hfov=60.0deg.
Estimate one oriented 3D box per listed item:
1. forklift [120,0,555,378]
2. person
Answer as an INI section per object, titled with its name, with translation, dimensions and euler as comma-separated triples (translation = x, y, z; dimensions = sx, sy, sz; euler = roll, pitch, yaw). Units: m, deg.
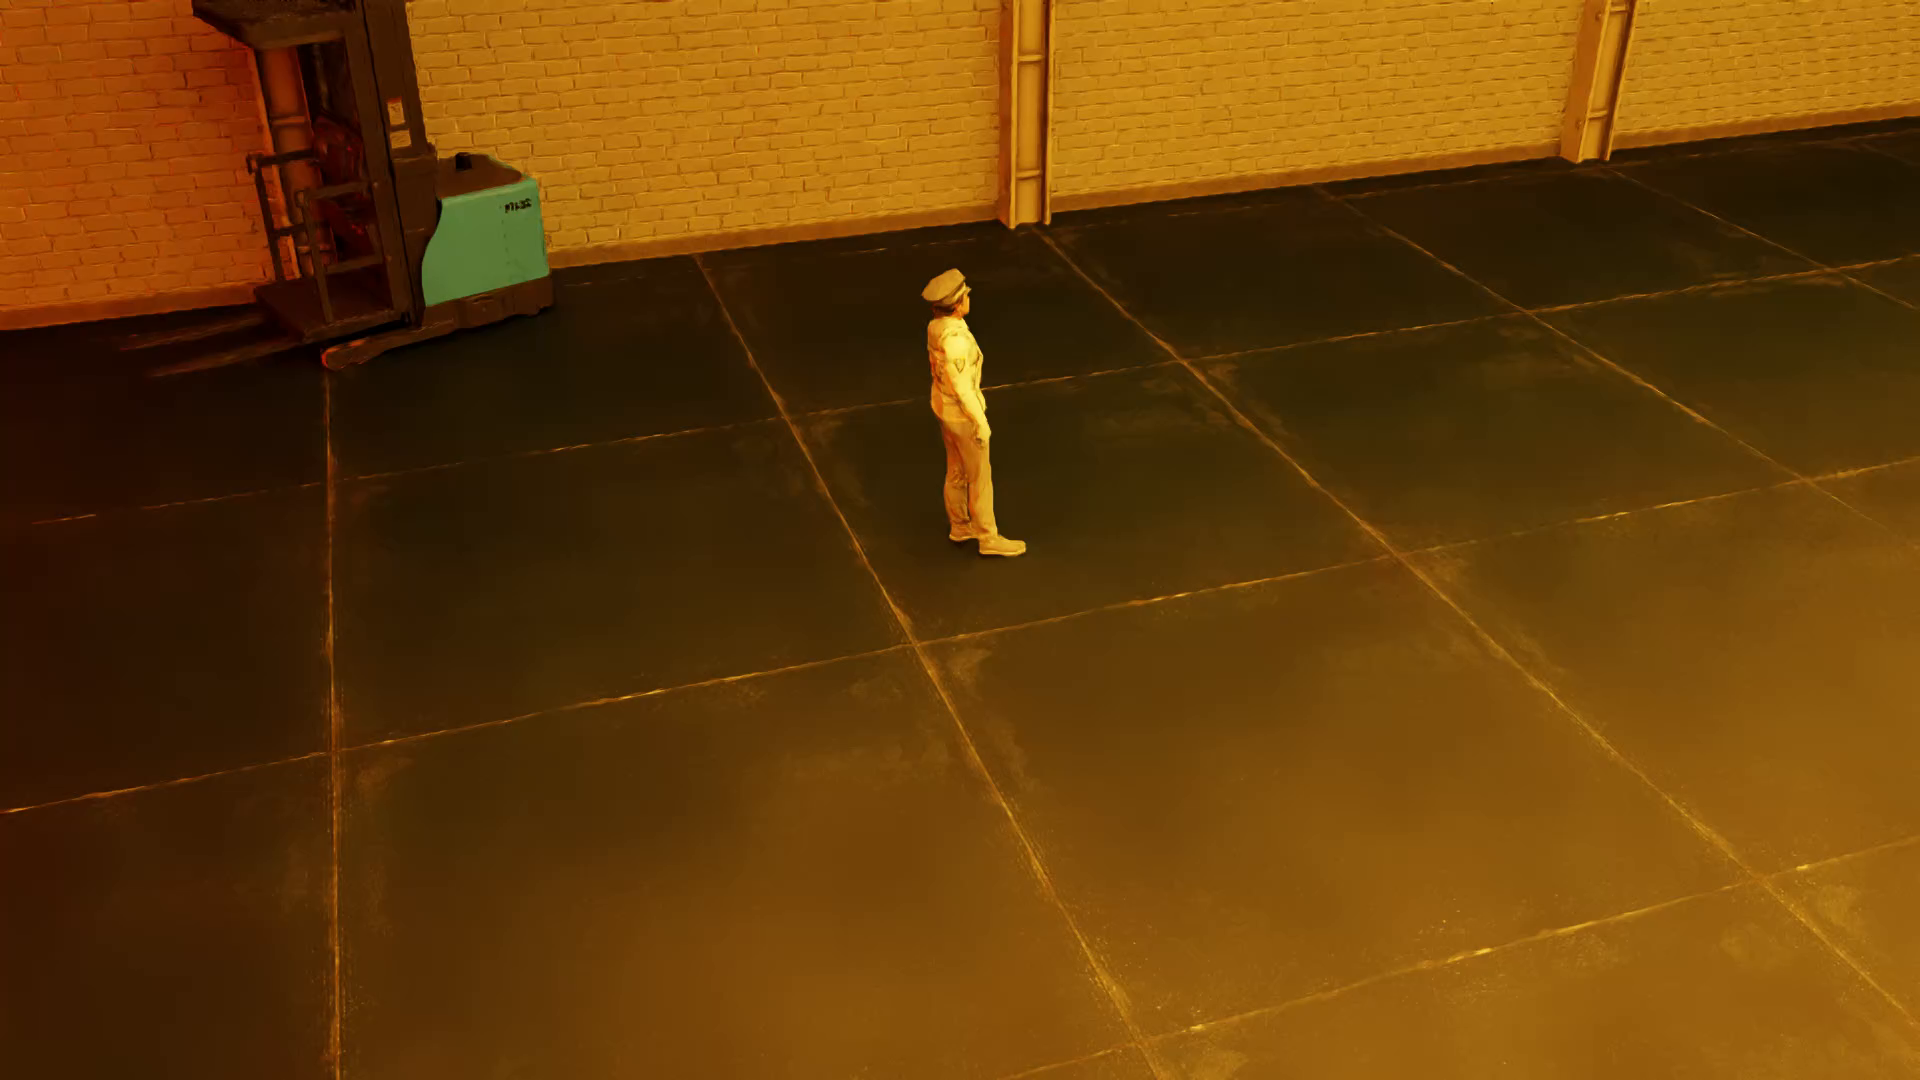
[forklift]
translation = -4.671, -2.810, 11.971
dimensions = 3.031, 2.935, 1.130
euler = -22, 36, -33
[person]
translation = 0.066, -0.748, 9.612
dimensions = 0.532, 1.695, 0.586
euler = -10, 31, -16
